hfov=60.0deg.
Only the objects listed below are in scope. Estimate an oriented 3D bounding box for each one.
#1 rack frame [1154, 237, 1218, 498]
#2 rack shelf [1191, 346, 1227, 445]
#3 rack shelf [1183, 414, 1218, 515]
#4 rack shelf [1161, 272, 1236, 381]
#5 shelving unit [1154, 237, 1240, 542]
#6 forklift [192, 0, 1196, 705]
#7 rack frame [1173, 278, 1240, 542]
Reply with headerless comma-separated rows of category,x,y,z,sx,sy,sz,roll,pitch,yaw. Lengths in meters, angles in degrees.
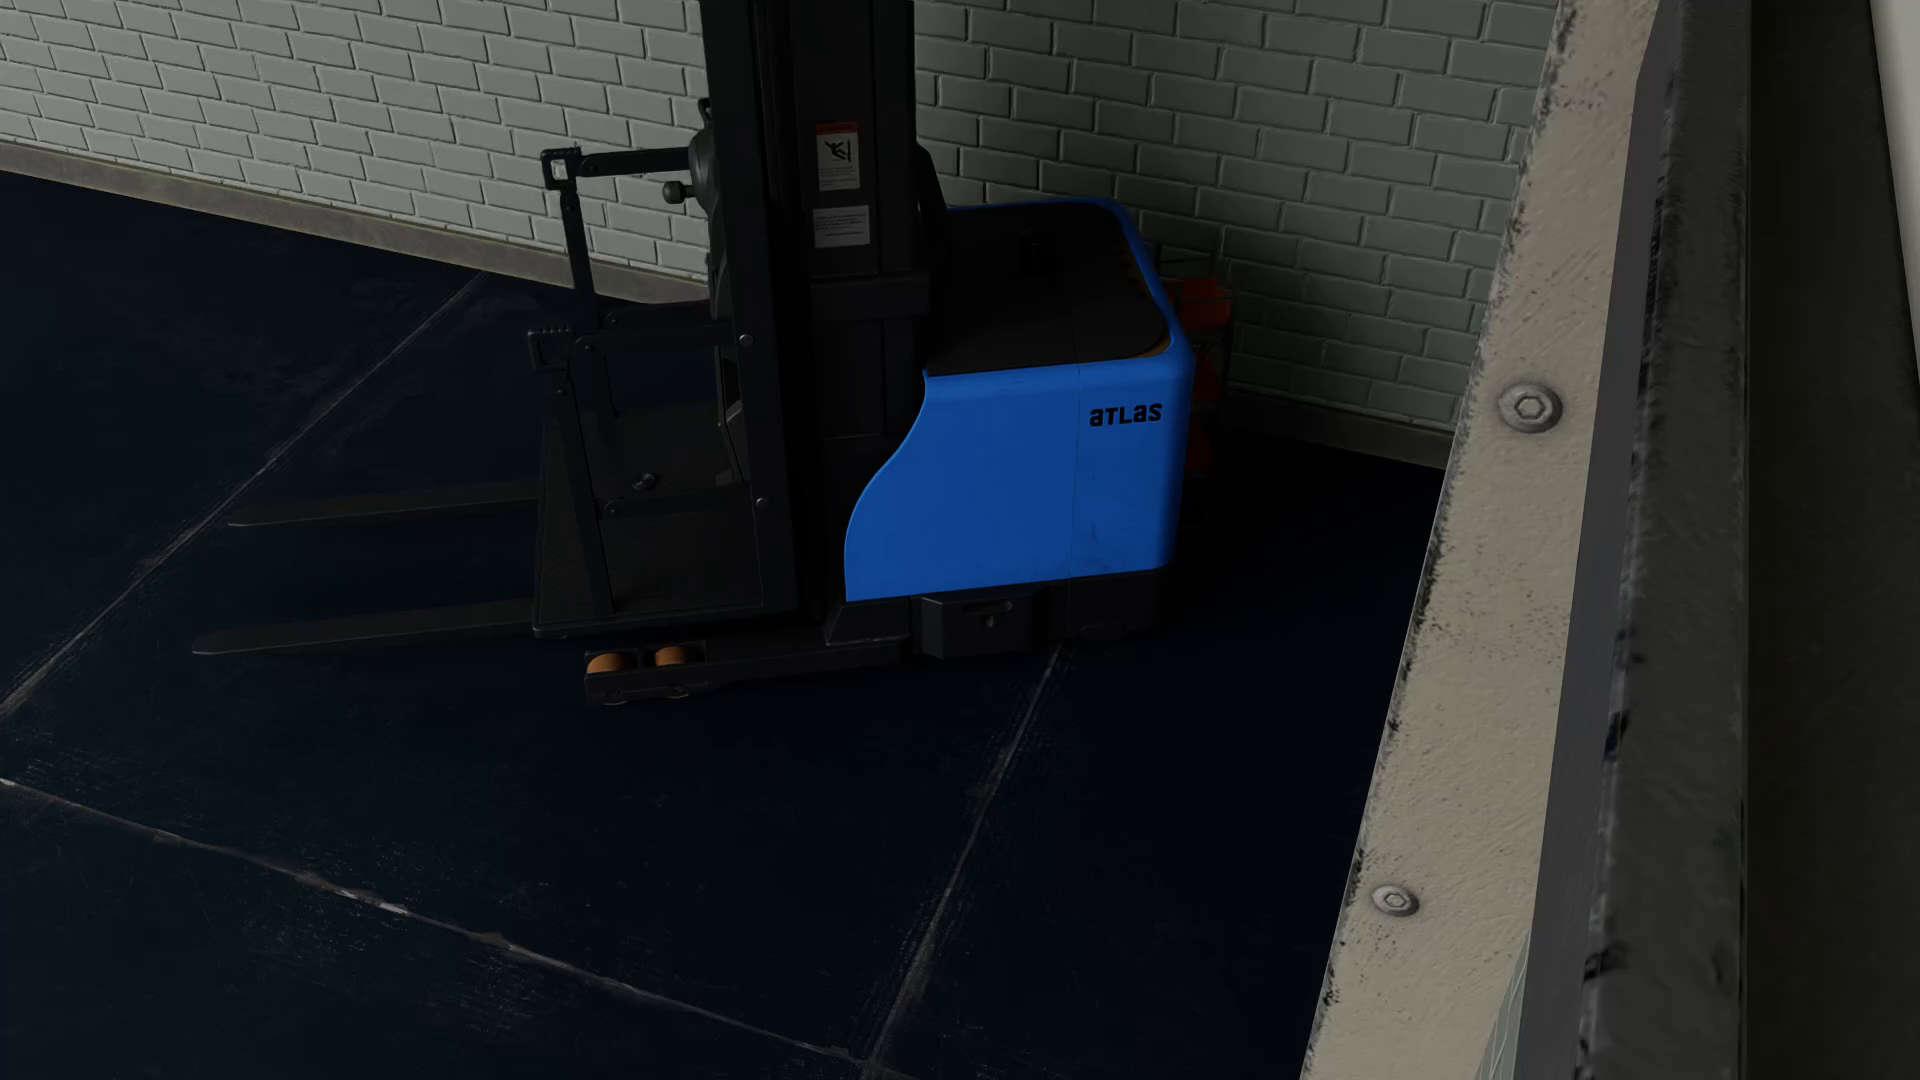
rack frame,0.717,-0.545,5.580,0.200,1.050,0.008,-6,41,-7
rack shelf,0.736,-0.459,5.495,0.215,0.259,0.240,-6,41,-7
rack shelf,0.736,-0.247,5.675,0.215,0.259,0.240,-6,41,-7
rack shelf,0.736,-0.675,5.311,0.215,0.259,0.240,-6,41,-7
shelving unit,0.736,-0.467,5.488,0.215,1.050,0.252,-6,41,-7
forklift,-0.872,-0.972,4.632,3.031,2.935,1.130,-6,41,-7
rack frame,0.755,-0.389,5.397,0.200,1.050,0.008,-6,41,-7
